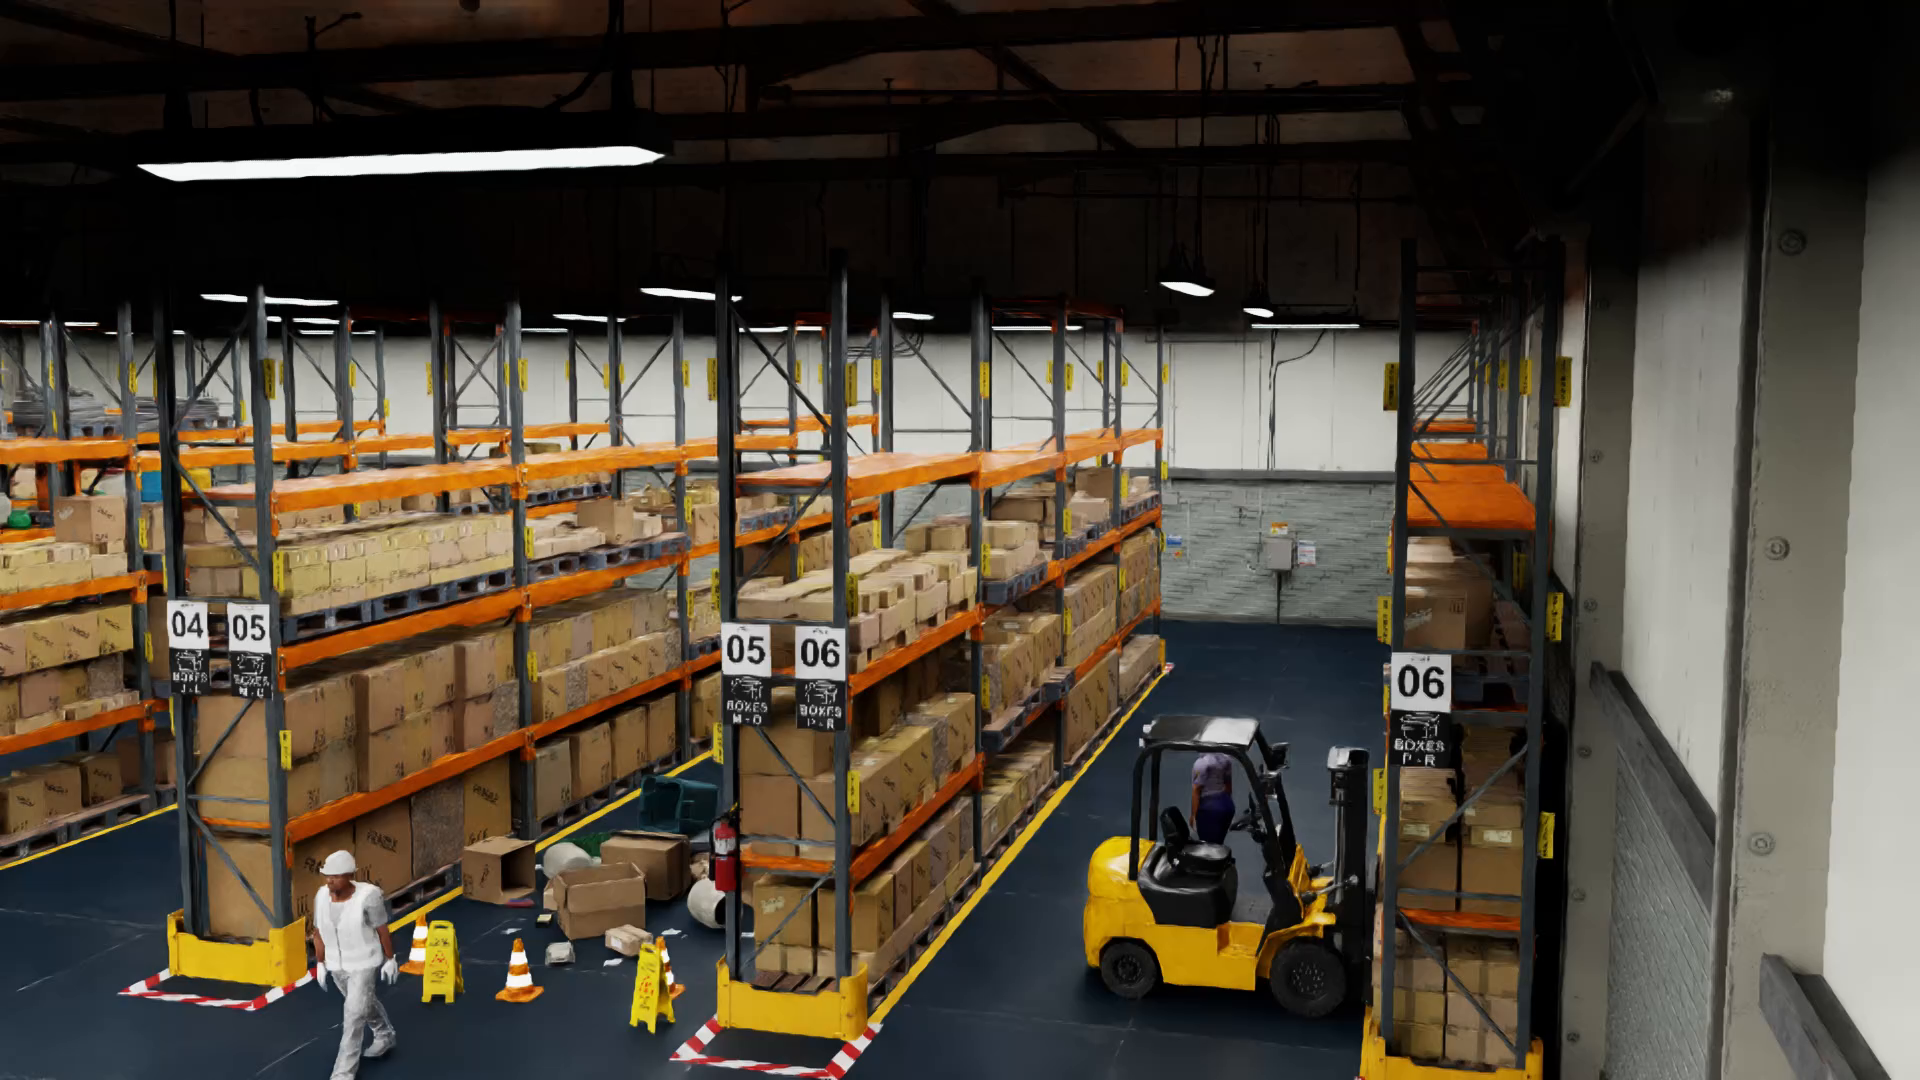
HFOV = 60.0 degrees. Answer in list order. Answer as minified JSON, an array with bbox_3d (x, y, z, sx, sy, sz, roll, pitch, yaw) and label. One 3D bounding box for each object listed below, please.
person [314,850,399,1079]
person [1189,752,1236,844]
[{"bbox_3d":[-4.395,3.046,11.934,0.566,1.706,1.122,2,6,17],"label":"person"},{"bbox_3d":[2.416,2.632,16.157,0.556,1.644,0.597,6,8,44],"label":"person"}]
